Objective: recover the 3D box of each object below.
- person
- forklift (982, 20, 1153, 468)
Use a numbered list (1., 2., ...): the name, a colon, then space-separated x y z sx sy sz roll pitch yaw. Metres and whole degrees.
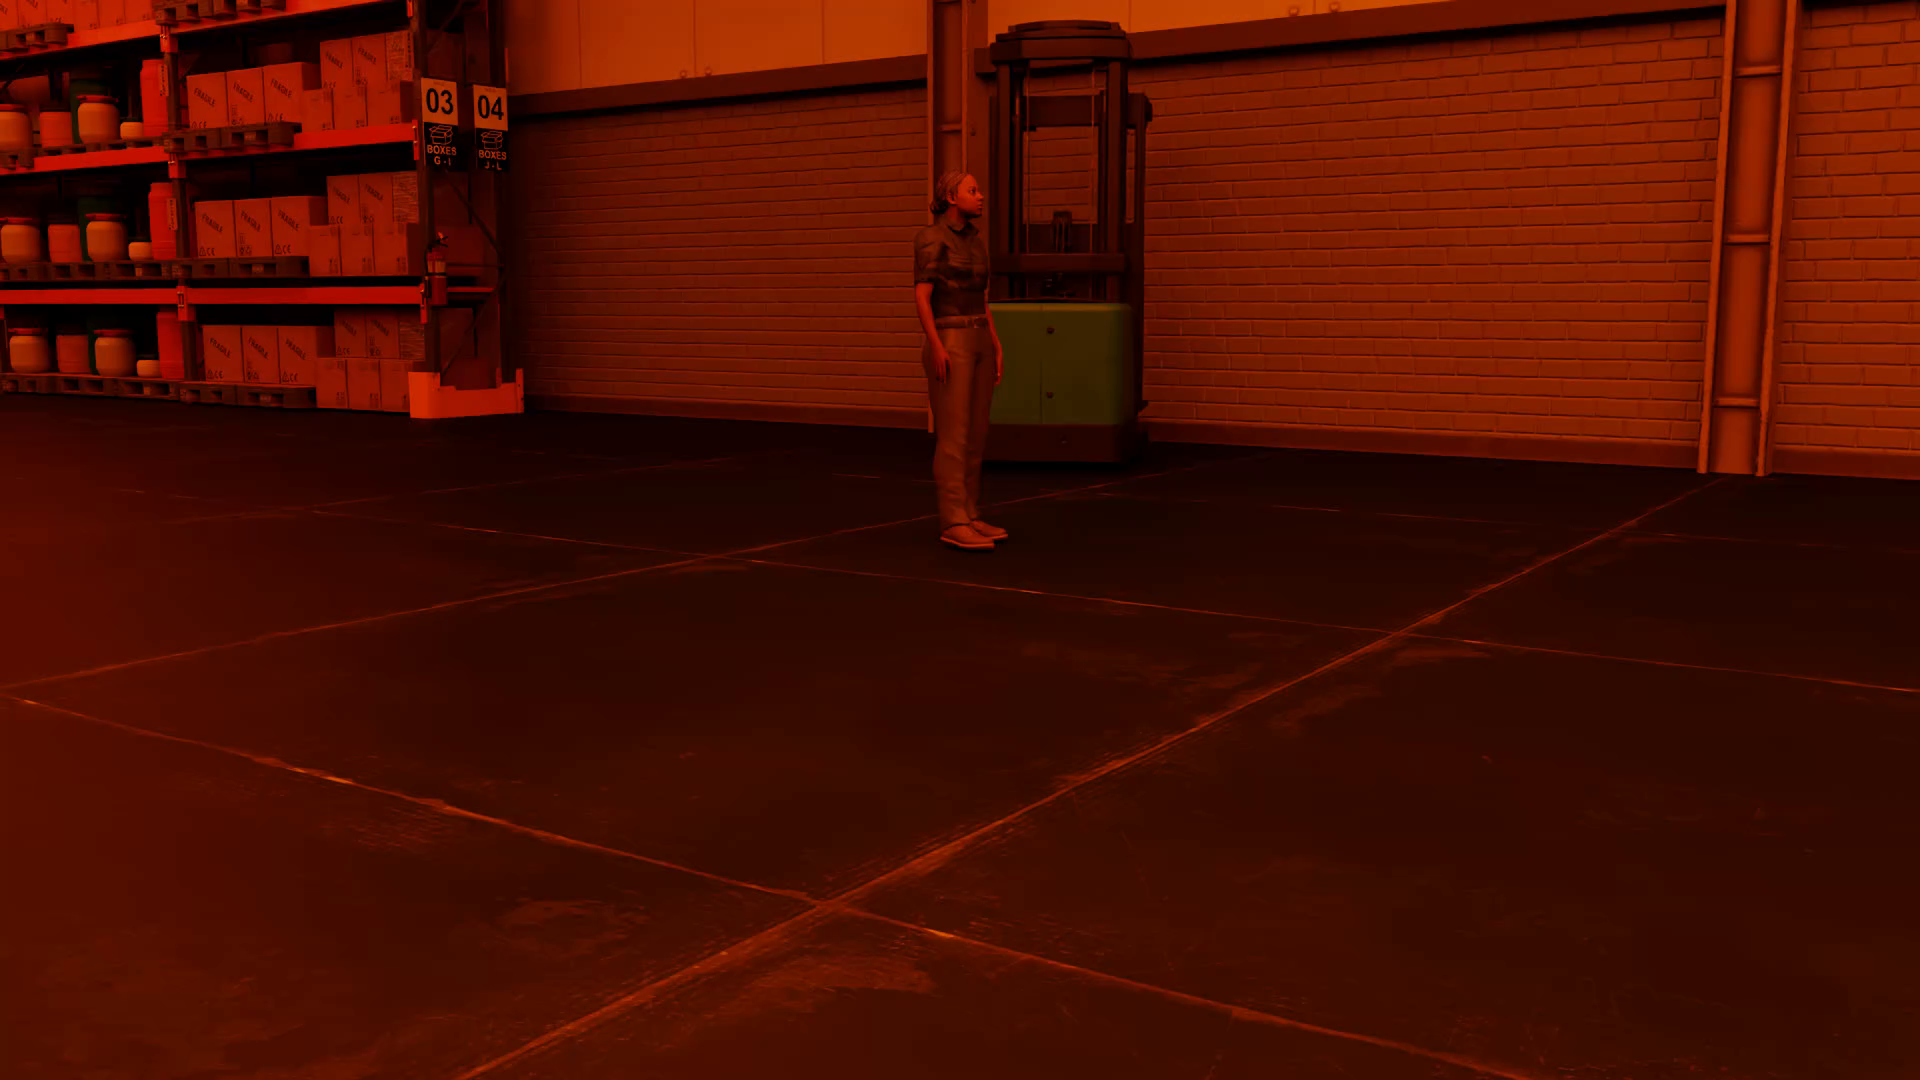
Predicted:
1. person: 0.062 -0.817 7.422 0.503 1.656 0.570 5 10 34
2. forklift: 0.786 -2.089 11.887 1.130 2.935 3.031 1 8 10
